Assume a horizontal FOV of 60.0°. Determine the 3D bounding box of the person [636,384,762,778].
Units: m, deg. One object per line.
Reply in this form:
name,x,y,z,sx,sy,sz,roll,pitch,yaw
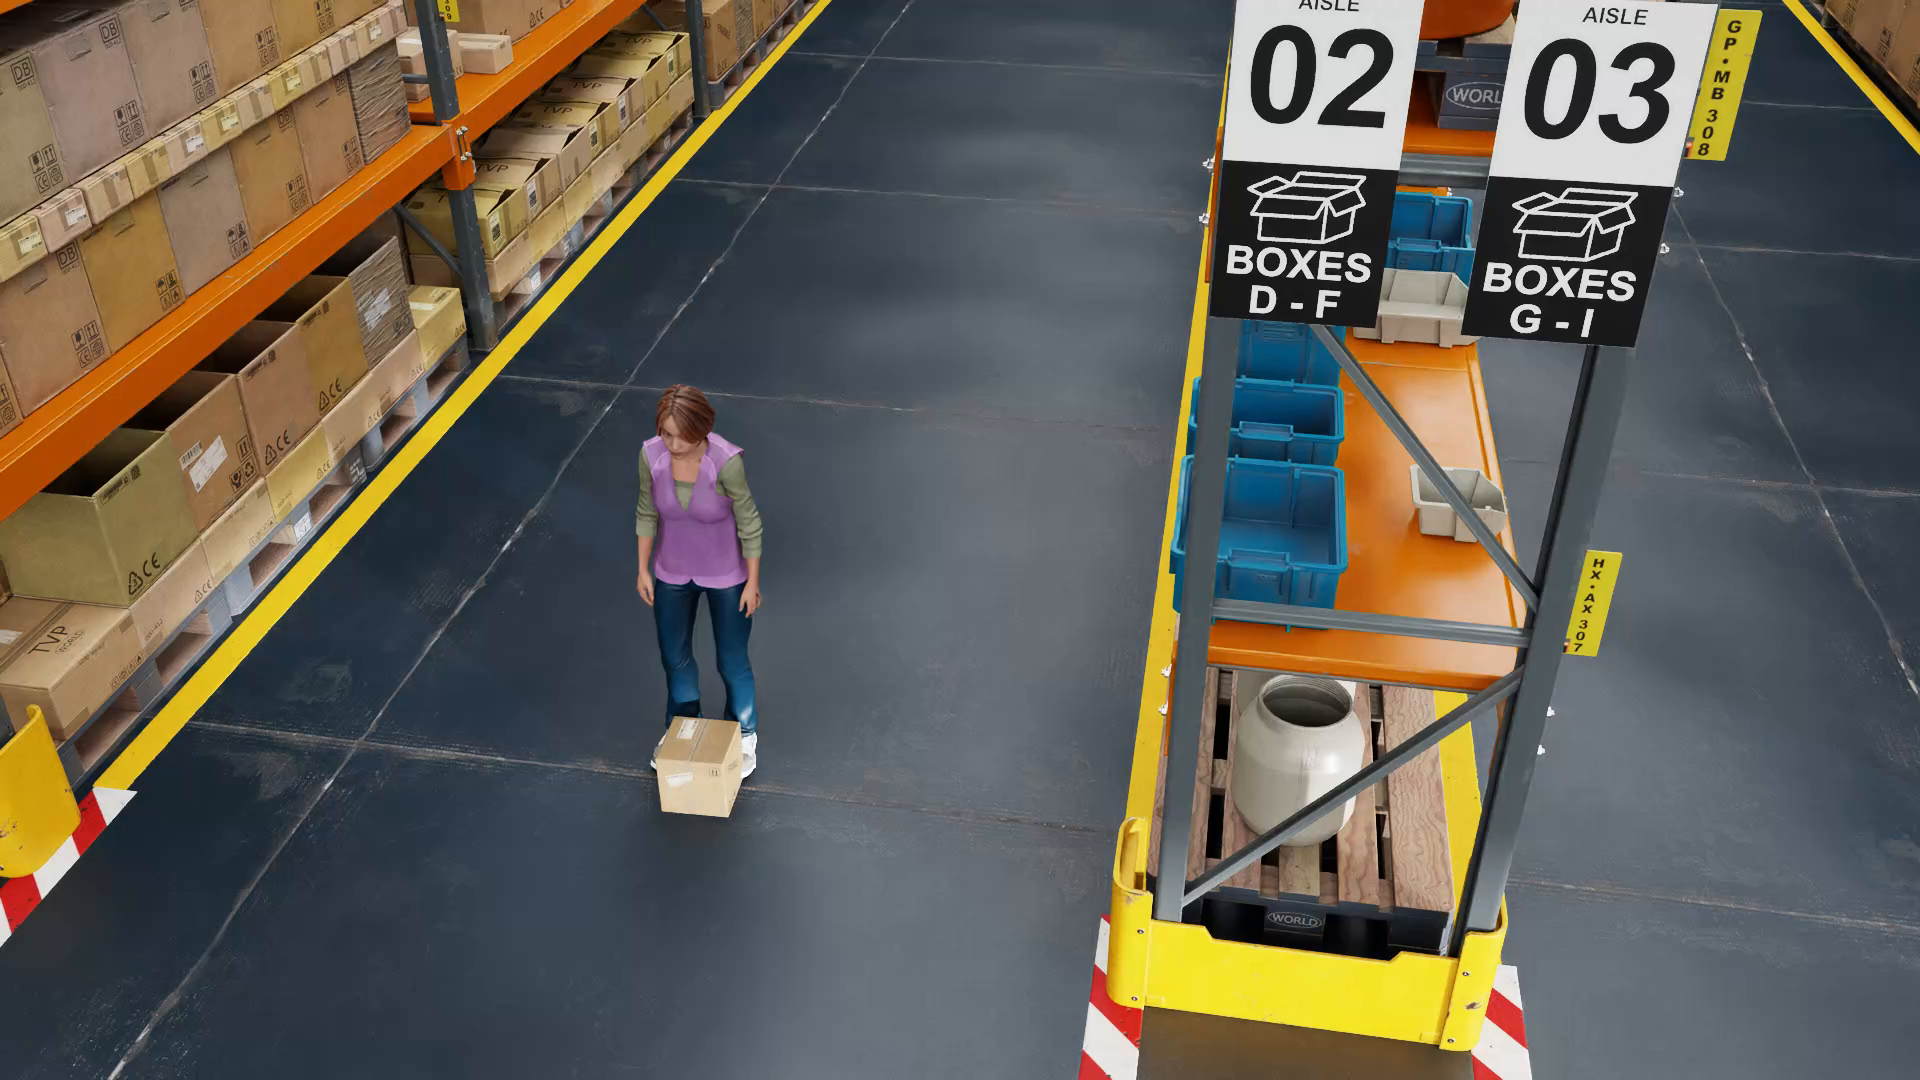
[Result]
person,-0.921,0.139,5.934,0.460,1.592,0.343,6,33,8
